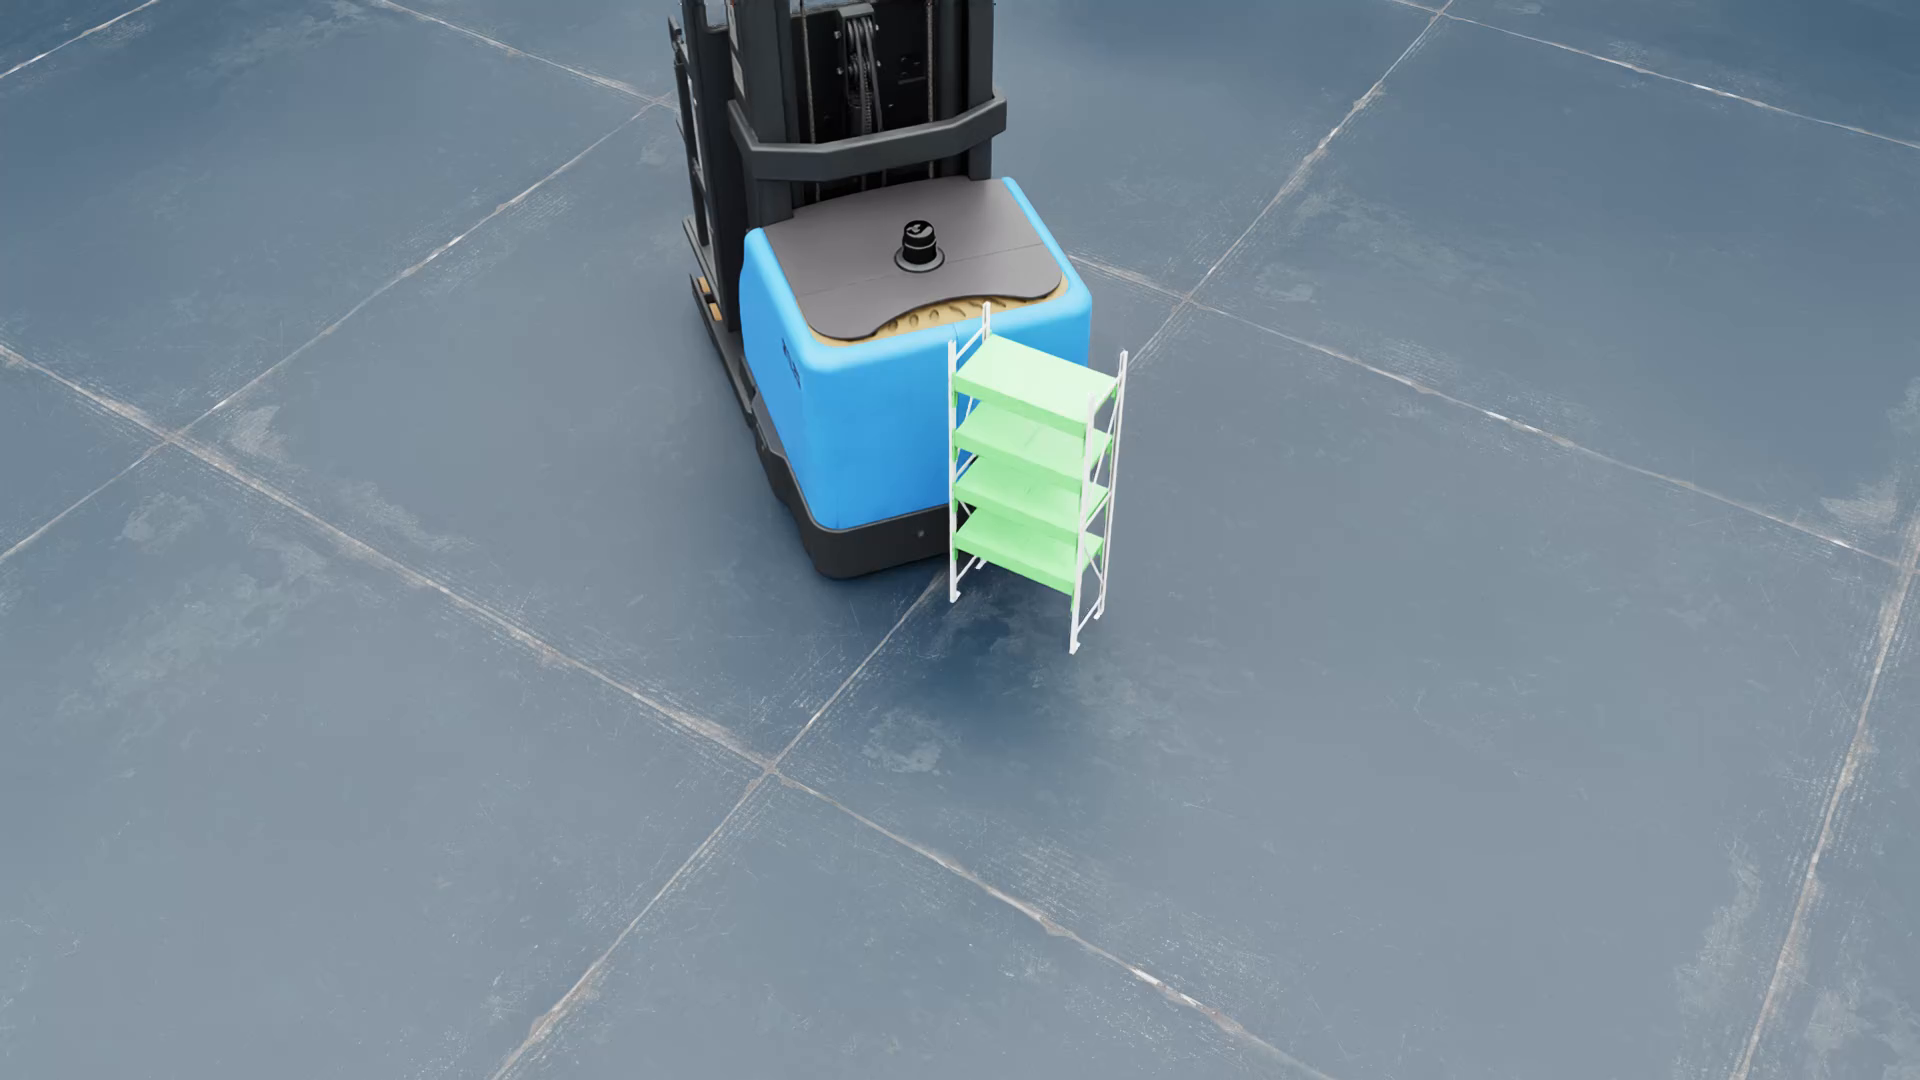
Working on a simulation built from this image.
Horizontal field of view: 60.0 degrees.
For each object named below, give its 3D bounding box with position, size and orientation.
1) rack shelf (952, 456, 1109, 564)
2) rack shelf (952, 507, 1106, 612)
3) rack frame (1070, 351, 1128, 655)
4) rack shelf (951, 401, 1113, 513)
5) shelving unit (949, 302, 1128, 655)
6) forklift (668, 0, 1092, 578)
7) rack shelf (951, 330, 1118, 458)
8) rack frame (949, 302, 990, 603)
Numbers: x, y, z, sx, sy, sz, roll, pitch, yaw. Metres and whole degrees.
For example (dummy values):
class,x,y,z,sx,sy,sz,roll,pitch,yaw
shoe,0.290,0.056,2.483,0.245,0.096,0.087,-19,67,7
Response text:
class,x,y,z,sx,sy,sz,roll,pitch,yaw
rack shelf,0.241,-0.134,5.633,0.480,0.148,0.258,23,50,20
rack shelf,0.241,0.033,5.805,0.480,0.148,0.258,23,50,20
rack frame,0.453,-0.091,5.502,0.015,1.200,0.240,23,50,20
rack shelf,0.241,-0.301,5.461,0.480,0.148,0.258,23,50,20
shelving unit,0.241,-0.179,5.587,0.503,1.200,0.258,23,50,20
forklift,-0.516,-1.959,6.110,1.130,2.935,3.031,-15,48,-14
rack shelf,0.241,-0.469,5.288,0.480,0.148,0.258,23,50,20
rack frame,0.030,-0.266,5.672,0.015,1.200,0.240,23,50,20
